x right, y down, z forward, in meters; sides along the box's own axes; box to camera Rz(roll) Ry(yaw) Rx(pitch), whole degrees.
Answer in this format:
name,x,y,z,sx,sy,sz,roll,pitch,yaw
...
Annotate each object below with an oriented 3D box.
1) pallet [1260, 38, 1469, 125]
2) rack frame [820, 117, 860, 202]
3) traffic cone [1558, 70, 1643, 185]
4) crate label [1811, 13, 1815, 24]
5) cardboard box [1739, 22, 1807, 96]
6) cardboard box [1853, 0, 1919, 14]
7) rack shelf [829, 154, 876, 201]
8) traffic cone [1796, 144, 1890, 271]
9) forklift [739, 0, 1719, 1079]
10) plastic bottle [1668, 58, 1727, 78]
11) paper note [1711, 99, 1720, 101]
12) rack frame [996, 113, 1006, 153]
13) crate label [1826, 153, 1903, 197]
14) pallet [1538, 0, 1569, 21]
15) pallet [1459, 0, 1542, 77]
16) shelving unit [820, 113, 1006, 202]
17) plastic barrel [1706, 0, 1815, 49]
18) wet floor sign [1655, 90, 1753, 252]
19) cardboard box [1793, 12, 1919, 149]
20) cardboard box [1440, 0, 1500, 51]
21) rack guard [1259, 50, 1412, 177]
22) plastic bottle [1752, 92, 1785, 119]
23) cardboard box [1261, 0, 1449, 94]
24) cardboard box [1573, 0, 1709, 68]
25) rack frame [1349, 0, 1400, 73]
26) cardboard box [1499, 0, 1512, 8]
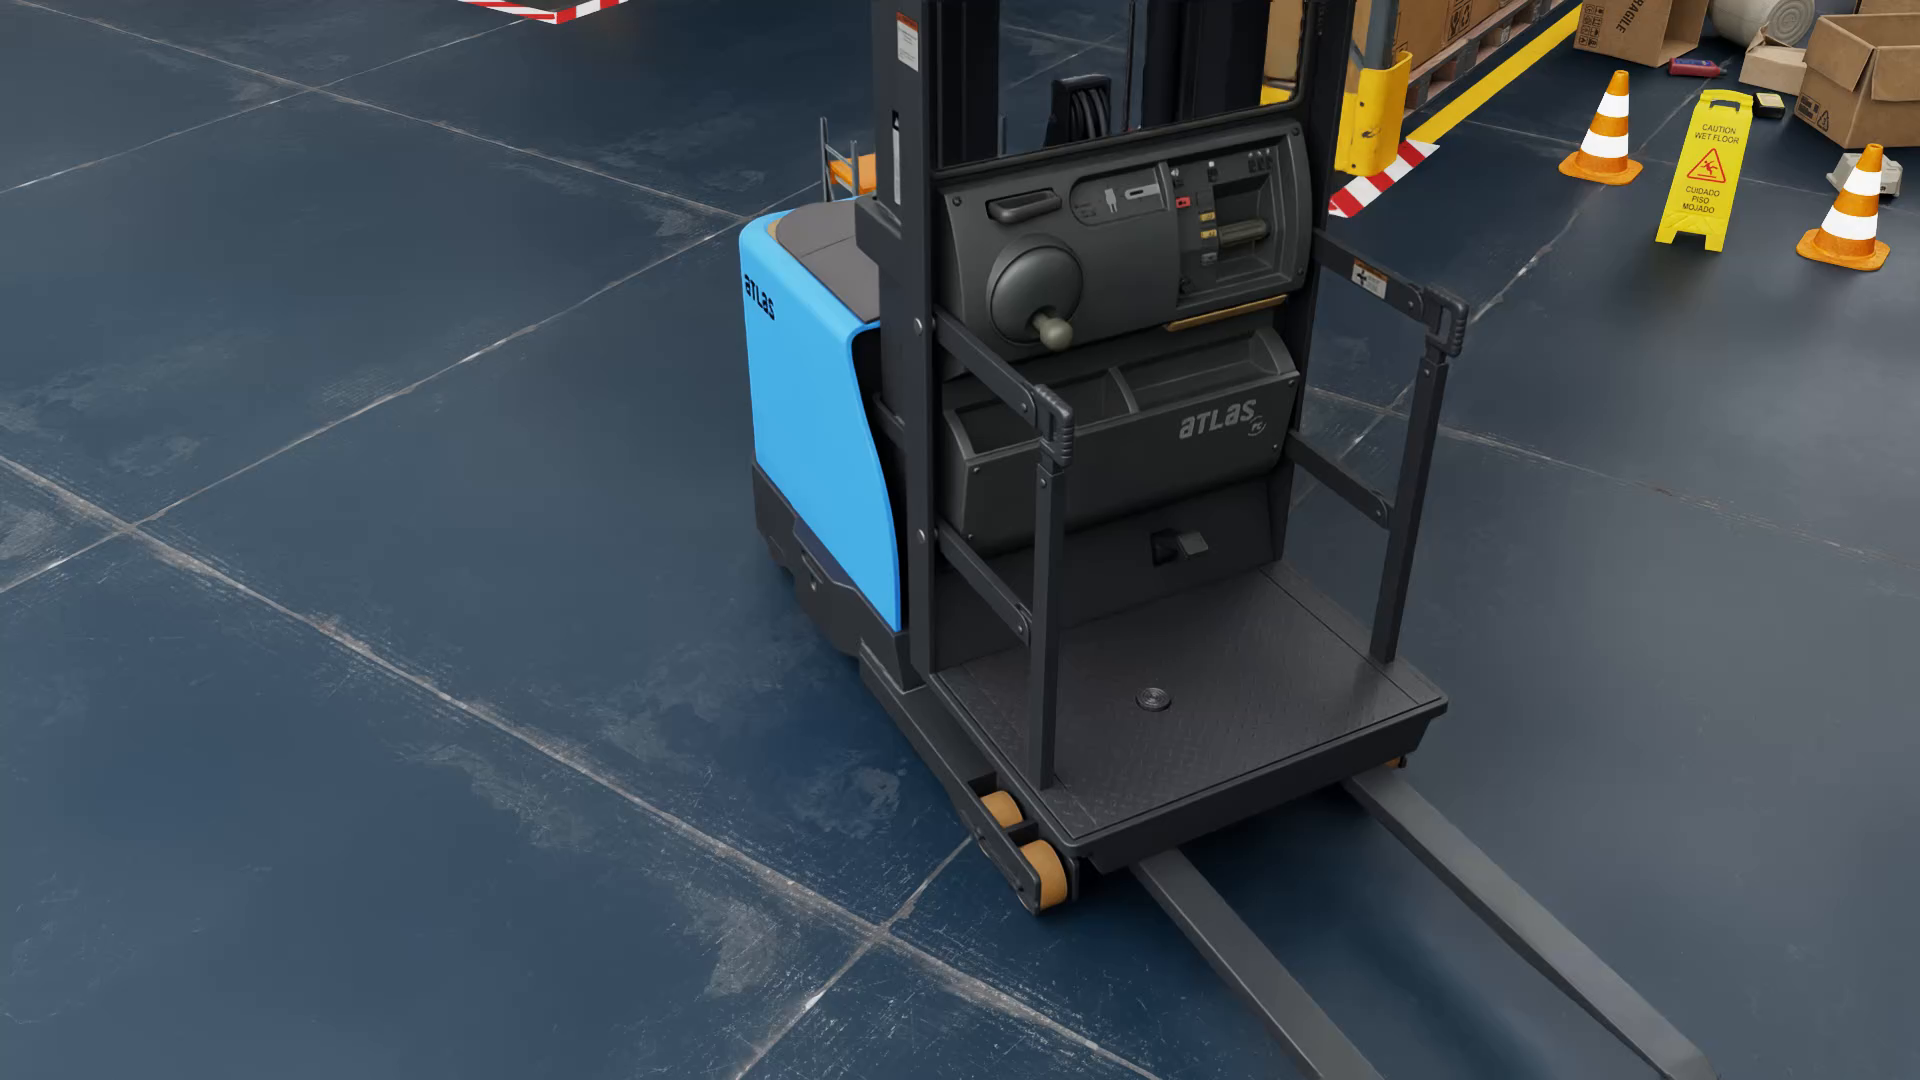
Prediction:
name,x,y,z,sx,sy,sz,roll,pitch,yaw
pallet,1.938,-2.436,8.663,1.003,0.211,1.213,21,39,28
rack frame,-0.357,-0.708,5.226,0.015,1.200,0.240,-16,37,-23
traffic cone,3.016,-1.938,7.703,0.336,0.463,0.334,21,39,28
crate label,4.762,-3.033,9.613,0.298,0.136,0.250,-3,34,-4
cardboard box,4.360,-2.527,8.750,0.396,0.266,0.258,29,44,36
cardboard box,5.119,-2.735,8.725,0.797,0.637,0.503,21,39,28
rack shelf,-0.141,-1.098,5.101,0.480,0.148,0.258,-16,37,-23
traffic cone,3.750,-1.421,6.937,0.336,0.463,0.334,21,39,28
forklift,0.496,-0.624,3.556,1.130,2.935,3.031,-16,37,-23
plastic bottle,3.970,-2.538,8.949,0.283,0.061,0.133,8,35,12
paper note,3.927,-2.289,8.626,0.123,0.001,0.032,-15,37,-21
rack frame,0.075,-0.836,5.415,0.015,1.200,0.240,-16,37,-23
crate label,4.148,-1.667,7.593,0.250,0.136,0.298,3,34,4
pallet,3.329,-3.559,10.324,1.003,0.211,1.213,21,39,28
pallet,2.634,-2.995,9.490,1.003,0.211,1.213,21,39,28
shelving unit,-0.141,-0.772,5.320,0.503,1.200,0.258,-16,37,-23
plastic barrel,4.441,-2.960,9.248,0.421,0.421,0.512,-9,35,-13
wet floor sign,3.157,-1.577,7.006,0.267,0.644,0.232,14,37,20
cardboard box,4.592,-2.246,8.122,0.797,0.503,0.637,-3,34,-4
cardboard box,2.379,-3.231,8.871,0.875,0.875,0.875,21,39,27
rack guard,1.533,-2.151,7.985,1.175,0.500,0.348,21,39,28
plastic bottle,4.122,-2.230,8.493,0.133,0.061,0.283,8,35,12
cardboard box,1.879,-2.825,8.271,0.875,0.875,0.875,21,40,28
cardboard box,3.785,-2.962,9.182,0.500,0.500,0.500,29,44,36
rack frame,1.547,-3.198,7.301,1.000,3.000,0.127,21,39,28
cardboard box,2.900,-3.649,9.491,0.875,0.875,0.875,22,40,29
